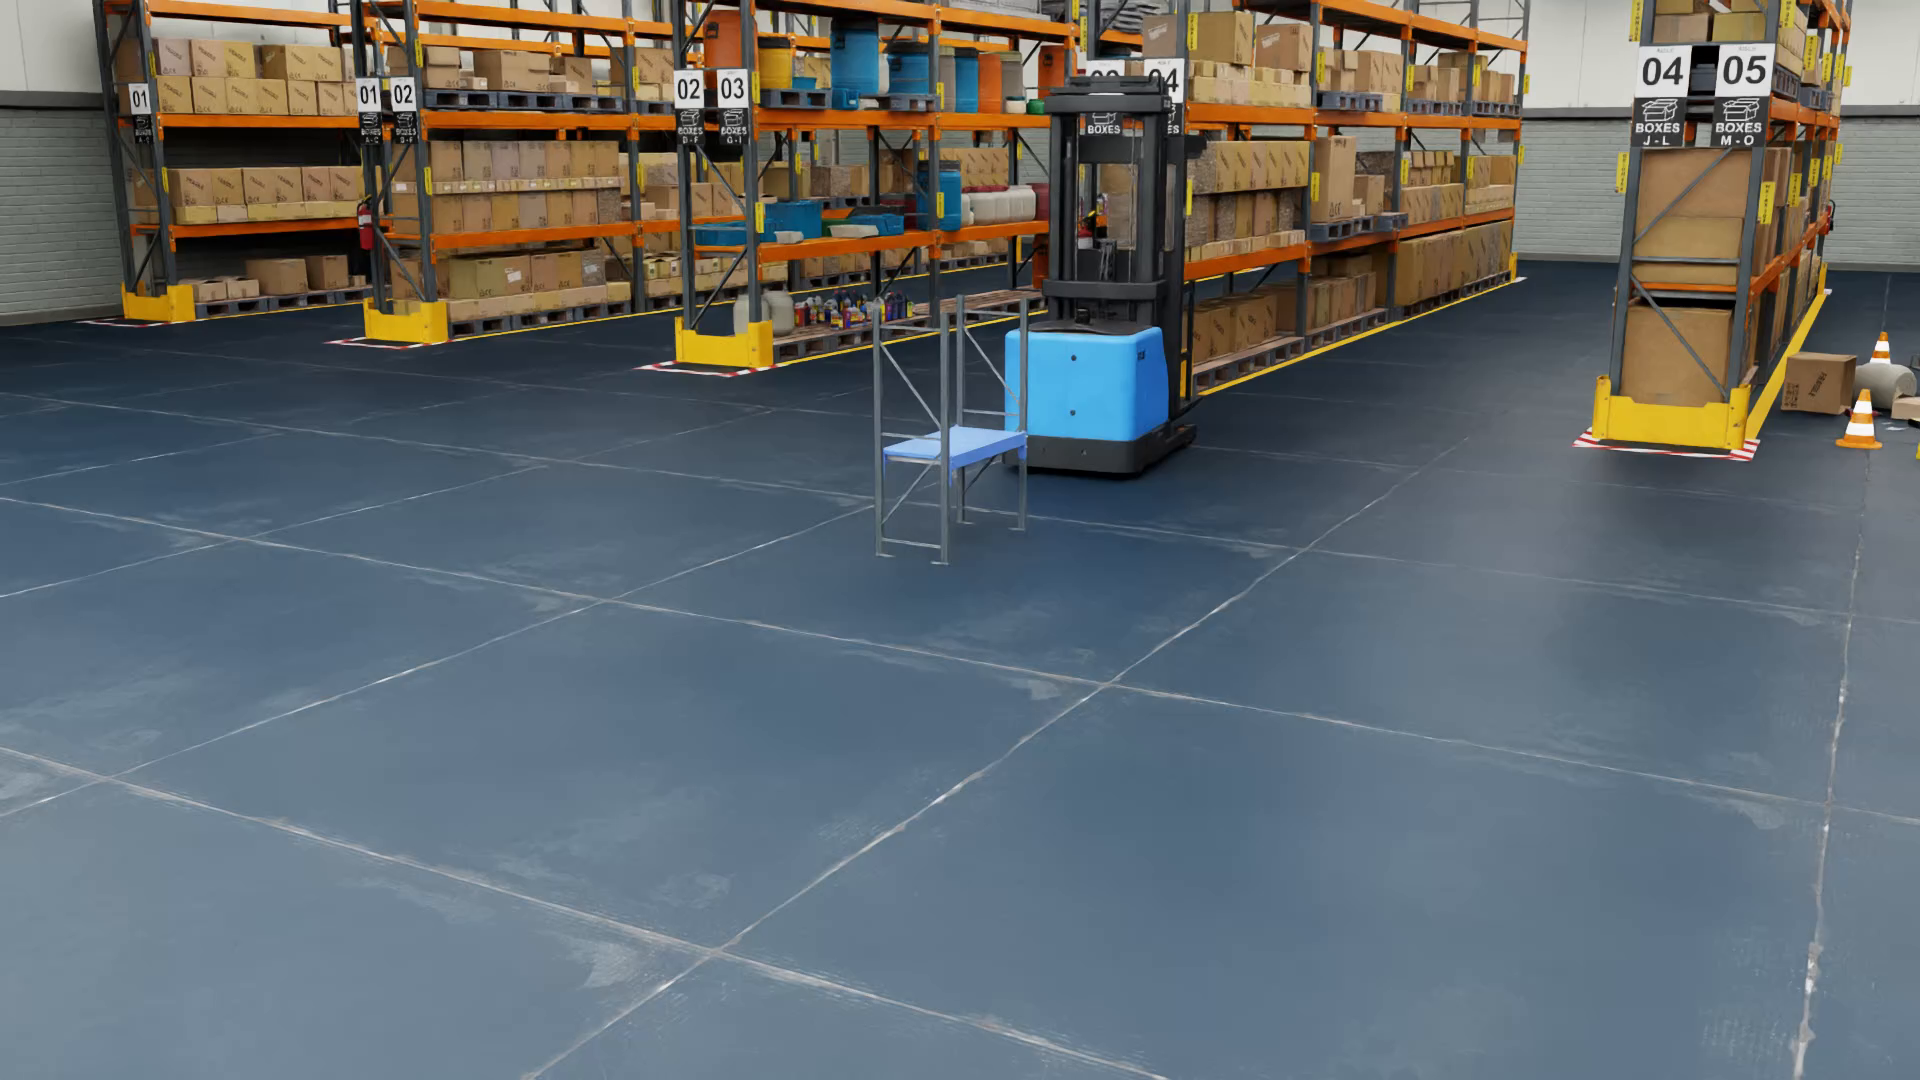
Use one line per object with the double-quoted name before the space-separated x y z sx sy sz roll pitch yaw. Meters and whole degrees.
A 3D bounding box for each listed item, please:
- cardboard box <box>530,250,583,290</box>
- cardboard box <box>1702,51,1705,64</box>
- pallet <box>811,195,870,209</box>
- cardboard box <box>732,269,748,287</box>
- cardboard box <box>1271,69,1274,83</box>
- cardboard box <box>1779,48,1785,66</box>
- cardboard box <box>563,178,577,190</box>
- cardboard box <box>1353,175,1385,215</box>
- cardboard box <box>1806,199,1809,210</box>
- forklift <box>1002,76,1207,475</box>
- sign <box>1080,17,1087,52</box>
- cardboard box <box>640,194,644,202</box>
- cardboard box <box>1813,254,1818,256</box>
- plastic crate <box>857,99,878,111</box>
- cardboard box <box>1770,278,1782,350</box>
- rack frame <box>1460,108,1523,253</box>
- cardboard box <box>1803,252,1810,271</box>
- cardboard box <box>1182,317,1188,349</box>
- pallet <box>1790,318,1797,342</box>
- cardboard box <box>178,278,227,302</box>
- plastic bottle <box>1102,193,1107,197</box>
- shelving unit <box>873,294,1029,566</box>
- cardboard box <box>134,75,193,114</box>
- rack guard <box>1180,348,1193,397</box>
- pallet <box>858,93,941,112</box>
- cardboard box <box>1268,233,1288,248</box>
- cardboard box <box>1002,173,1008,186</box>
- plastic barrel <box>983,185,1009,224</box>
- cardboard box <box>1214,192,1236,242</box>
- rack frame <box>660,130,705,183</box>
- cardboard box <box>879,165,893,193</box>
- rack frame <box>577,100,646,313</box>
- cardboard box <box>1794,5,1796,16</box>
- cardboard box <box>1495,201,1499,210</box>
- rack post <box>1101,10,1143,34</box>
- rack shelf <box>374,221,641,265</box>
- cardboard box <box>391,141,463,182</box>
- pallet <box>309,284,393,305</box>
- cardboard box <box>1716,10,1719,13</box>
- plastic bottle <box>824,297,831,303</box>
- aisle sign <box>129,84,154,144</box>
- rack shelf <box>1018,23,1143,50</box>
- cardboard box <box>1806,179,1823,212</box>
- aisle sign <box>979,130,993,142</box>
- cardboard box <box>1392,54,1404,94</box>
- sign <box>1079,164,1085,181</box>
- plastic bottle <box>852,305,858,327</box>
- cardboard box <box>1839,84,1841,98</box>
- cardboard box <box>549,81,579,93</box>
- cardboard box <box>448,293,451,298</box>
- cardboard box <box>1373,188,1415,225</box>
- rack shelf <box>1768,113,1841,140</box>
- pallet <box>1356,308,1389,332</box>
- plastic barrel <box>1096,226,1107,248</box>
"cardboard box" -5.588 -3.734 22.993 0.500 0.500 0.500 7 15 28
"cardboard box" 6.321 -4.204 14.599 0.380 0.149 0.250 7 15 27
"pallet" -2.195 -5.953 29.236 1.003 0.211 1.213 7 15 28
"cardboard box" -3.664 -4.170 26.401 0.500 0.250 0.500 8 16 29
"cardboard box" 3.146 -4.973 17.830 0.380 0.149 0.250 8 16 30
"cardboard box" 6.655 -4.026 13.861 0.380 0.149 0.250 7 15 28
"cardboard box" -5.502 -4.902 22.868 0.380 0.149 0.250 7 15 28
"cardboard box" 5.130 -4.535 21.837 0.700 0.500 0.500 10 17 36
"cardboard box" 11.622 -4.687 23.213 0.380 0.149 0.250 7 15 28
"forklift" 1.336 -2.216 13.472 1.130 2.935 3.031 5 15 21
"sign" 1.195 -4.838 15.913 0.100 0.325 0.005 7 15 28
"cardboard box" -6.242 -6.505 31.611 0.380 0.149 0.250 8 16 30
"cardboard box" 13.665 -4.553 26.935 0.380 0.149 0.250 8 15 29
"plastic crate" -1.153 -5.219 19.945 0.243 0.136 0.396 7 15 28
"cardboard box" 8.589 -2.566 18.681 1.050 0.750 0.750 7 15 28
"rack frame" 9.406 -6.165 29.706 1.000 3.000 0.127 7 15 28
"cardboard box" 11.367 -3.830 22.857 0.500 0.250 0.500 8 16 31
"cardboard box" 1.988 -1.998 16.857 0.500 0.500 0.500 11 17 38
"pallet" 10.211 -2.746 21.472 1.003 0.211 1.213 7 15 28
"cardboard box" -10.924 -3.605 23.884 0.500 0.311 0.500 6 15 22
"plastic bottle" 2.402 -5.718 28.118 0.152 0.276 0.135 7 15 28
"shelving unit" -0.041 -0.712 10.285 0.538 1.500 1.048 7 15 28
"cardboard box" -10.956 -6.123 22.875 0.500 0.500 0.500 8 16 30
"rack guard" 1.708 -1.683 16.448 1.175 0.500 0.348 7 15 28
"pallet" -0.994 -5.472 20.832 1.213 0.211 1.003 7 15 28
"cardboard box" 3.433 -3.345 18.544 0.380 0.149 0.250 7 15 28
"cardboard box" 0.758 -7.214 33.844 0.500 0.500 0.500 8 16 30
"plastic barrel" 0.488 -4.741 23.509 0.433 0.535 0.433 0 14 0
"cardboard box" 2.377 -3.399 17.386 0.875 0.500 0.500 7 15 28
"rack frame" -5.536 -7.028 33.286 1.000 3.000 0.127 7 15 28
"cardboard box" -1.622 -6.649 30.602 0.700 0.500 0.500 2 14 9
"rack frame" -5.065 -4.826 24.153 1.000 3.000 0.127 7 15 28
"cardboard box" 7.020 -4.569 14.412 0.380 0.149 0.250 7 15 27
"cardboard box" 8.905 -5.670 28.187 0.380 0.149 0.250 7 15 28
"rack post" 2.270 -8.149 26.203 0.937 0.300 0.954 9 16 34
"rack shelf" -6.032 -4.066 22.535 1.077 0.370 4.000 7 15 28
"cardboard box" -6.736 -4.790 21.021 0.700 0.500 0.500 7 15 28
"pallet" -9.697 -3.889 26.216 1.003 0.211 1.213 7 15 28
"cardboard box" 6.689 -4.749 15.156 0.380 0.149 0.250 7 15 28
"plastic bottle" -1.692 -2.971 21.315 0.061 0.283 0.133 8 16 31
"aisle sign" -11.109 -5.781 22.567 0.394 0.787 0.004 7 15 28
"rack shelf" 2.170 -7.868 26.356 1.077 0.370 4.000 7 15 28
"cardboard box" 12.225 -5.028 24.142 0.500 0.500 0.500 7 15 27
"aisle sign" 0.512 -8.599 34.256 0.394 0.787 0.004 7 15 28
"cardboard box" 5.527 -6.147 21.953 0.500 0.500 0.500 8 16 30
"sign" 1.195 -3.666 16.195 0.100 0.325 0.005 7 15 28
"plastic bottle" -1.301 -2.759 20.459 0.097 0.271 0.097 0 14 0
"cardboard box" 13.453 -6.982 25.949 0.500 0.250 0.500 7 15 27
"cardboard box" -5.409 -6.156 22.610 0.380 0.149 0.250 7 15 28
"cardboard box" -6.767 -3.121 22.048 0.500 0.250 0.500 7 15 28
"cardboard box" 6.012 -4.641 23.172 0.500 0.500 0.500 8 16 30
"rack shelf" 12.732 -6.281 25.320 1.077 0.370 4.000 7 15 28
"pallet" 5.160 -3.008 22.560 1.003 0.211 1.213 7 15 28
"plastic barrel" 2.516 -4.835 27.769 0.600 0.901 0.708 7 15 28
